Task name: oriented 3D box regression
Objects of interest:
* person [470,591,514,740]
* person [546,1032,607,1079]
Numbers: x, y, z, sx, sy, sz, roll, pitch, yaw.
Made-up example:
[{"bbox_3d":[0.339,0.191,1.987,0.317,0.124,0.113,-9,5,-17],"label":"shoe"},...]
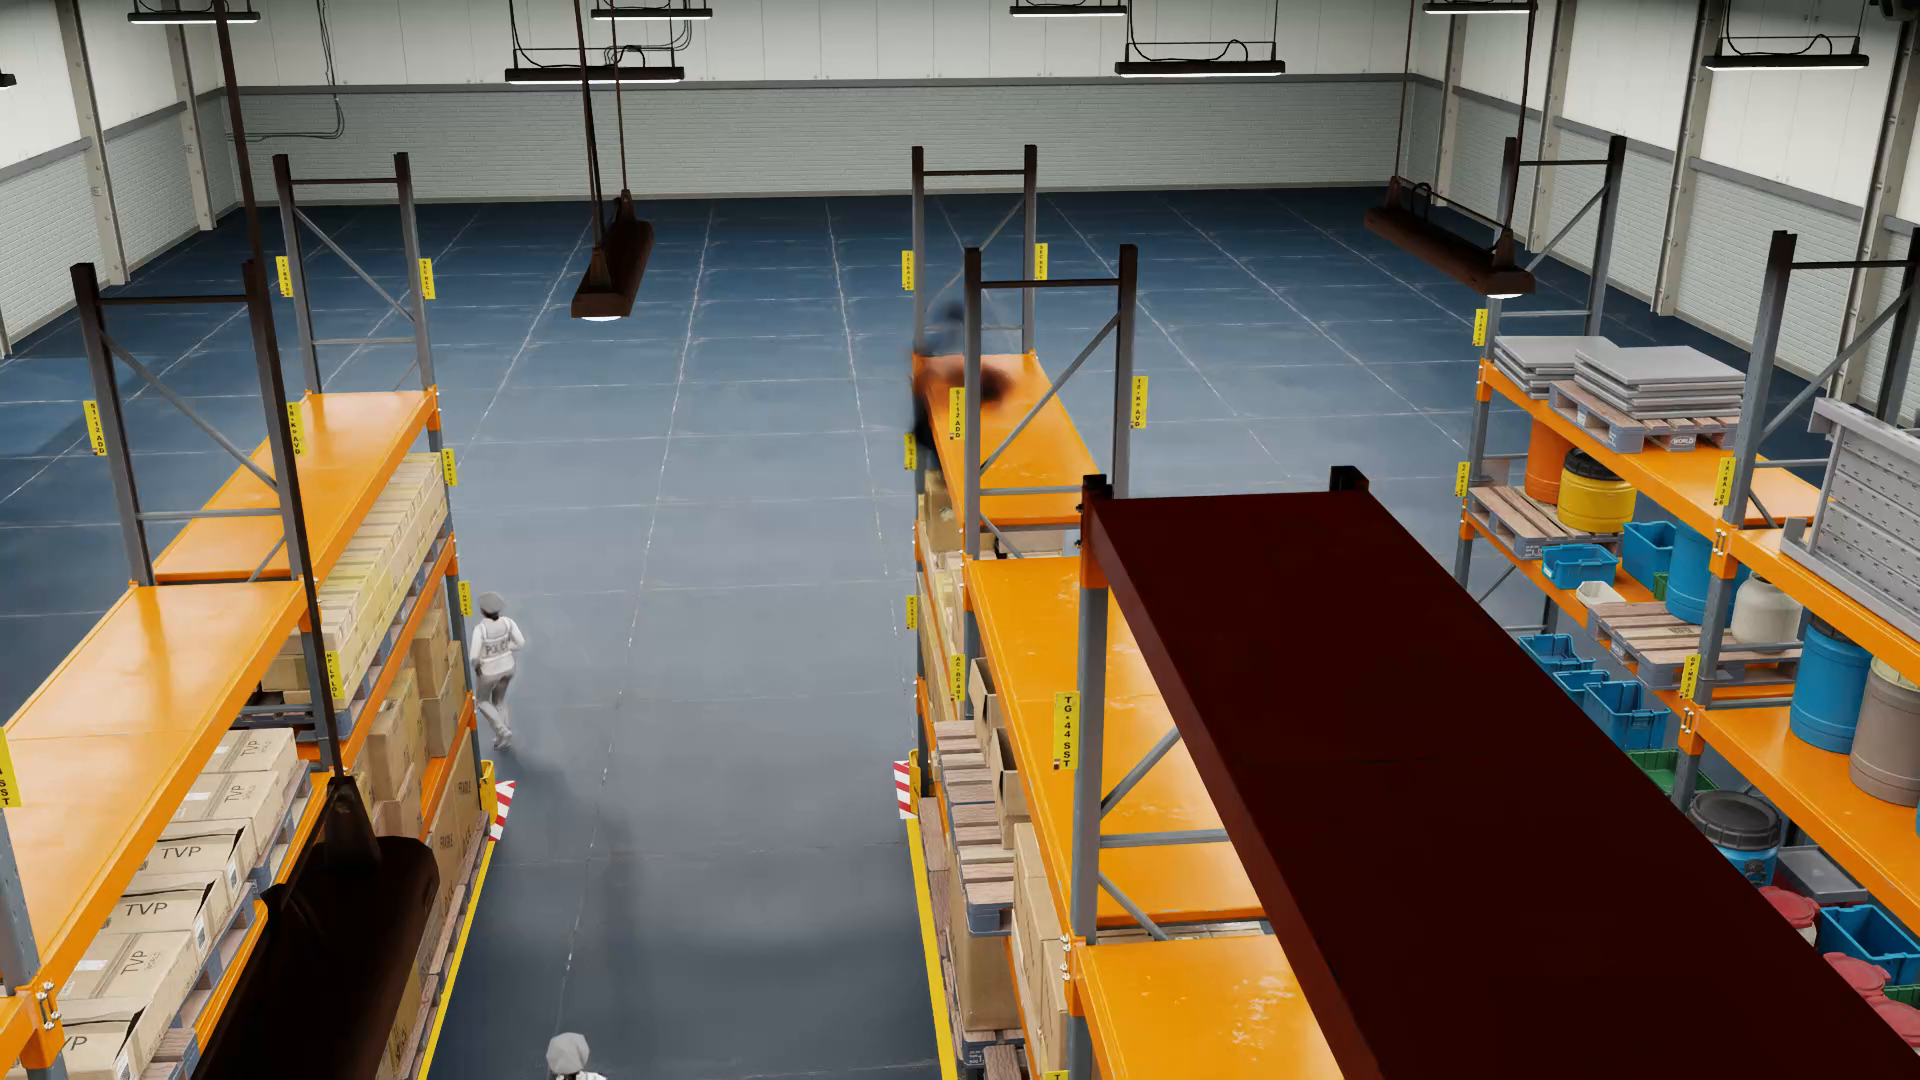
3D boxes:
[{"bbox_3d":[-4.538,1.235,16.194,0.432,1.593,0.369,19,29,40],"label":"person"},{"bbox_3d":[-2.297,3.706,10.020,0.619,1.663,0.666,-5,22,-13],"label":"person"}]
